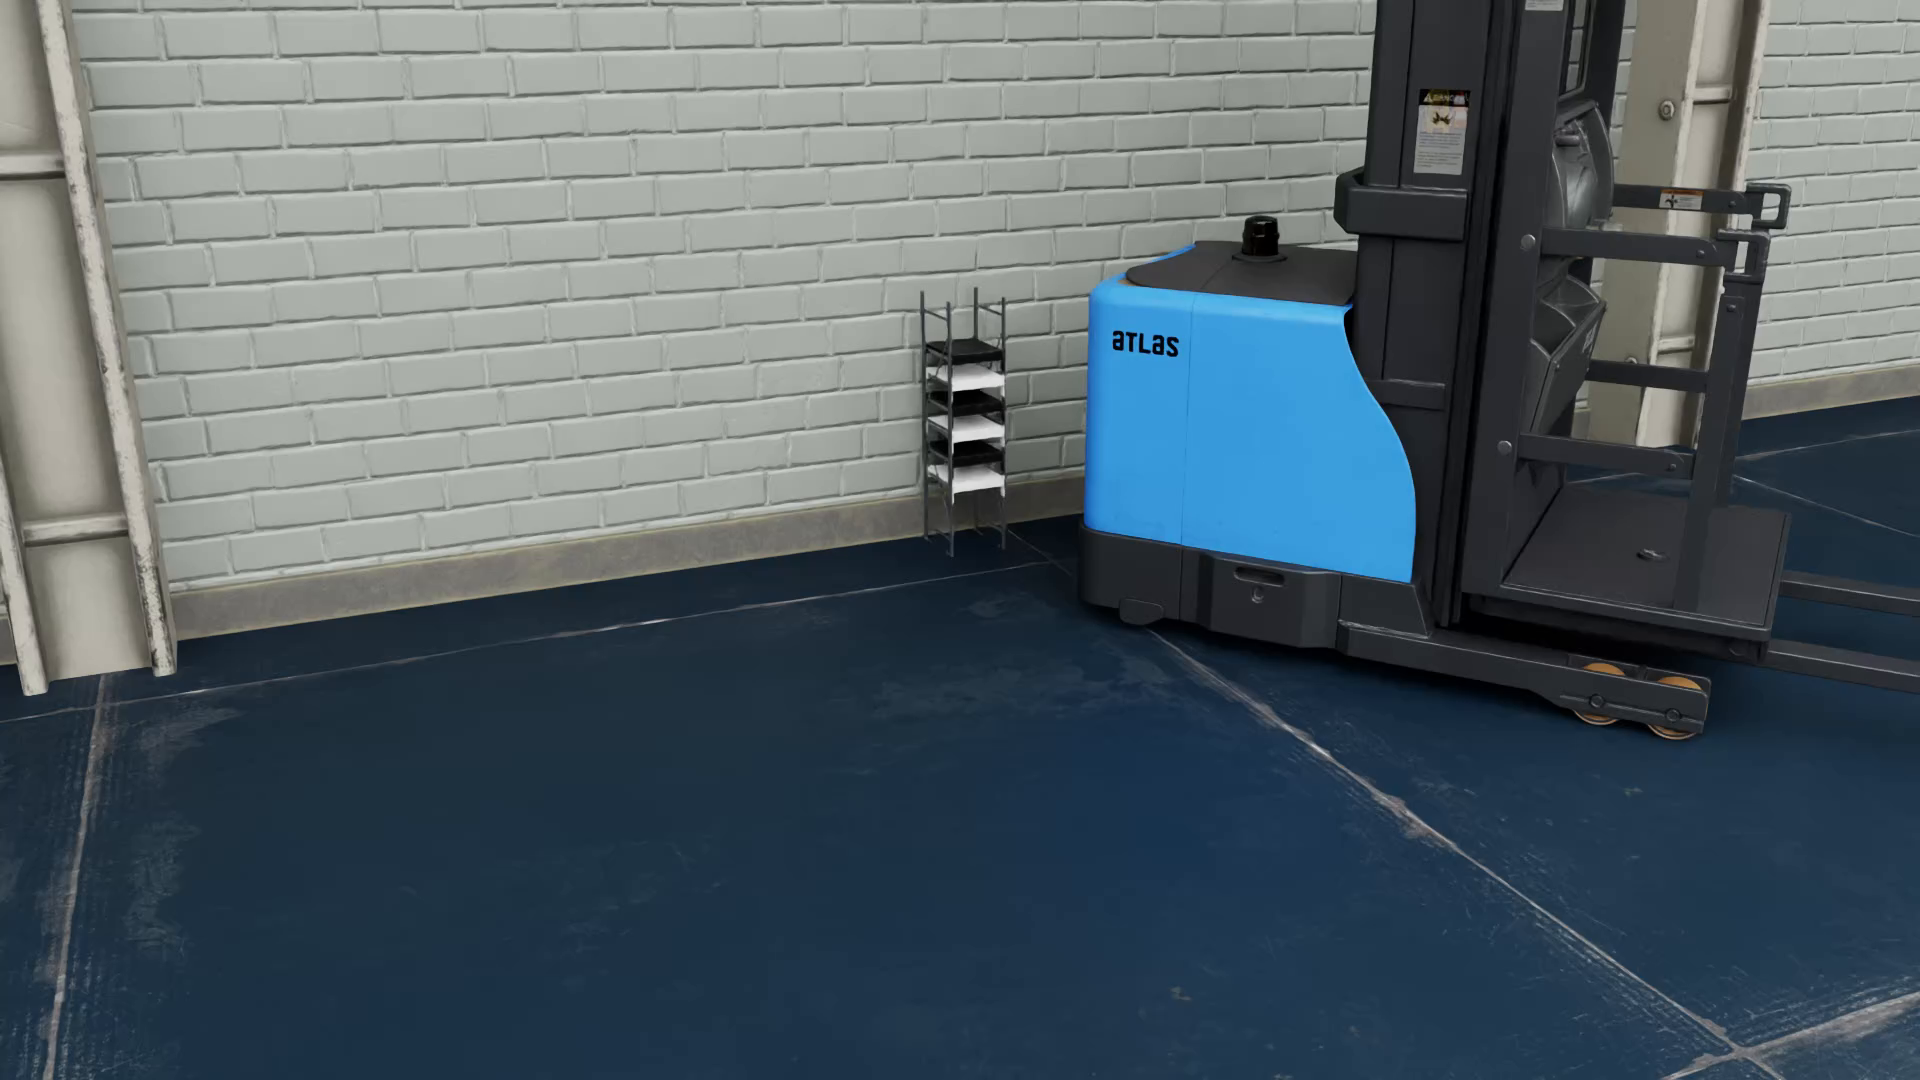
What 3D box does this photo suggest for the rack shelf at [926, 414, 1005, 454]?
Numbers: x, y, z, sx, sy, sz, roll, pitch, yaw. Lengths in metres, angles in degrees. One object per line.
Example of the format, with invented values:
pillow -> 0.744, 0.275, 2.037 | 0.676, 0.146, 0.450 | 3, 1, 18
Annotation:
rack shelf -> 0.013, -0.381, 5.842 | 0.200, 0.077, 0.258 | -9, 20, -24

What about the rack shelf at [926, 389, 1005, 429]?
rack shelf -> 0.012, -0.467, 5.814 | 0.200, 0.077, 0.258 | -9, 20, -24

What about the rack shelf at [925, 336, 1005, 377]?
rack shelf -> 0.011, -0.637, 5.757 | 0.200, 0.077, 0.258 | -9, 20, -24

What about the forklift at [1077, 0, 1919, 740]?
forklift -> 1.920, -1.045, 4.576 | 3.031, 2.935, 1.130 | 10, 22, 26

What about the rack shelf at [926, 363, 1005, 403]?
rack shelf -> 0.011, -0.552, 5.785 | 0.200, 0.077, 0.258 | -9, 20, -24

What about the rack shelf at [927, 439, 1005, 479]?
rack shelf -> 0.013, -0.296, 5.871 | 0.200, 0.077, 0.258 | -9, 20, -24

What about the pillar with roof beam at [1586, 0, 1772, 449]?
pillar with roof beam -> 4.660, -3.347, 1.980 | 0.400, 9.000, 9.100 | -8, 21, -22

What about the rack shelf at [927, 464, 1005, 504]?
rack shelf -> 0.014, -0.210, 5.900 | 0.200, 0.077, 0.258 | -9, 20, -24

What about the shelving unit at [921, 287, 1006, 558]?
shelving unit -> 0.012, -0.413, 5.832 | 0.210, 0.900, 0.258 | -9, 20, -24

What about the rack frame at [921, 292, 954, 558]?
rack frame -> -0.080, -0.398, 5.791 | 0.006, 0.900, 0.240 | -9, 20, -24

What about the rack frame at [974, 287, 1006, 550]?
rack frame -> 0.105, -0.427, 5.872 | 0.006, 0.900, 0.240 | -9, 20, -24
